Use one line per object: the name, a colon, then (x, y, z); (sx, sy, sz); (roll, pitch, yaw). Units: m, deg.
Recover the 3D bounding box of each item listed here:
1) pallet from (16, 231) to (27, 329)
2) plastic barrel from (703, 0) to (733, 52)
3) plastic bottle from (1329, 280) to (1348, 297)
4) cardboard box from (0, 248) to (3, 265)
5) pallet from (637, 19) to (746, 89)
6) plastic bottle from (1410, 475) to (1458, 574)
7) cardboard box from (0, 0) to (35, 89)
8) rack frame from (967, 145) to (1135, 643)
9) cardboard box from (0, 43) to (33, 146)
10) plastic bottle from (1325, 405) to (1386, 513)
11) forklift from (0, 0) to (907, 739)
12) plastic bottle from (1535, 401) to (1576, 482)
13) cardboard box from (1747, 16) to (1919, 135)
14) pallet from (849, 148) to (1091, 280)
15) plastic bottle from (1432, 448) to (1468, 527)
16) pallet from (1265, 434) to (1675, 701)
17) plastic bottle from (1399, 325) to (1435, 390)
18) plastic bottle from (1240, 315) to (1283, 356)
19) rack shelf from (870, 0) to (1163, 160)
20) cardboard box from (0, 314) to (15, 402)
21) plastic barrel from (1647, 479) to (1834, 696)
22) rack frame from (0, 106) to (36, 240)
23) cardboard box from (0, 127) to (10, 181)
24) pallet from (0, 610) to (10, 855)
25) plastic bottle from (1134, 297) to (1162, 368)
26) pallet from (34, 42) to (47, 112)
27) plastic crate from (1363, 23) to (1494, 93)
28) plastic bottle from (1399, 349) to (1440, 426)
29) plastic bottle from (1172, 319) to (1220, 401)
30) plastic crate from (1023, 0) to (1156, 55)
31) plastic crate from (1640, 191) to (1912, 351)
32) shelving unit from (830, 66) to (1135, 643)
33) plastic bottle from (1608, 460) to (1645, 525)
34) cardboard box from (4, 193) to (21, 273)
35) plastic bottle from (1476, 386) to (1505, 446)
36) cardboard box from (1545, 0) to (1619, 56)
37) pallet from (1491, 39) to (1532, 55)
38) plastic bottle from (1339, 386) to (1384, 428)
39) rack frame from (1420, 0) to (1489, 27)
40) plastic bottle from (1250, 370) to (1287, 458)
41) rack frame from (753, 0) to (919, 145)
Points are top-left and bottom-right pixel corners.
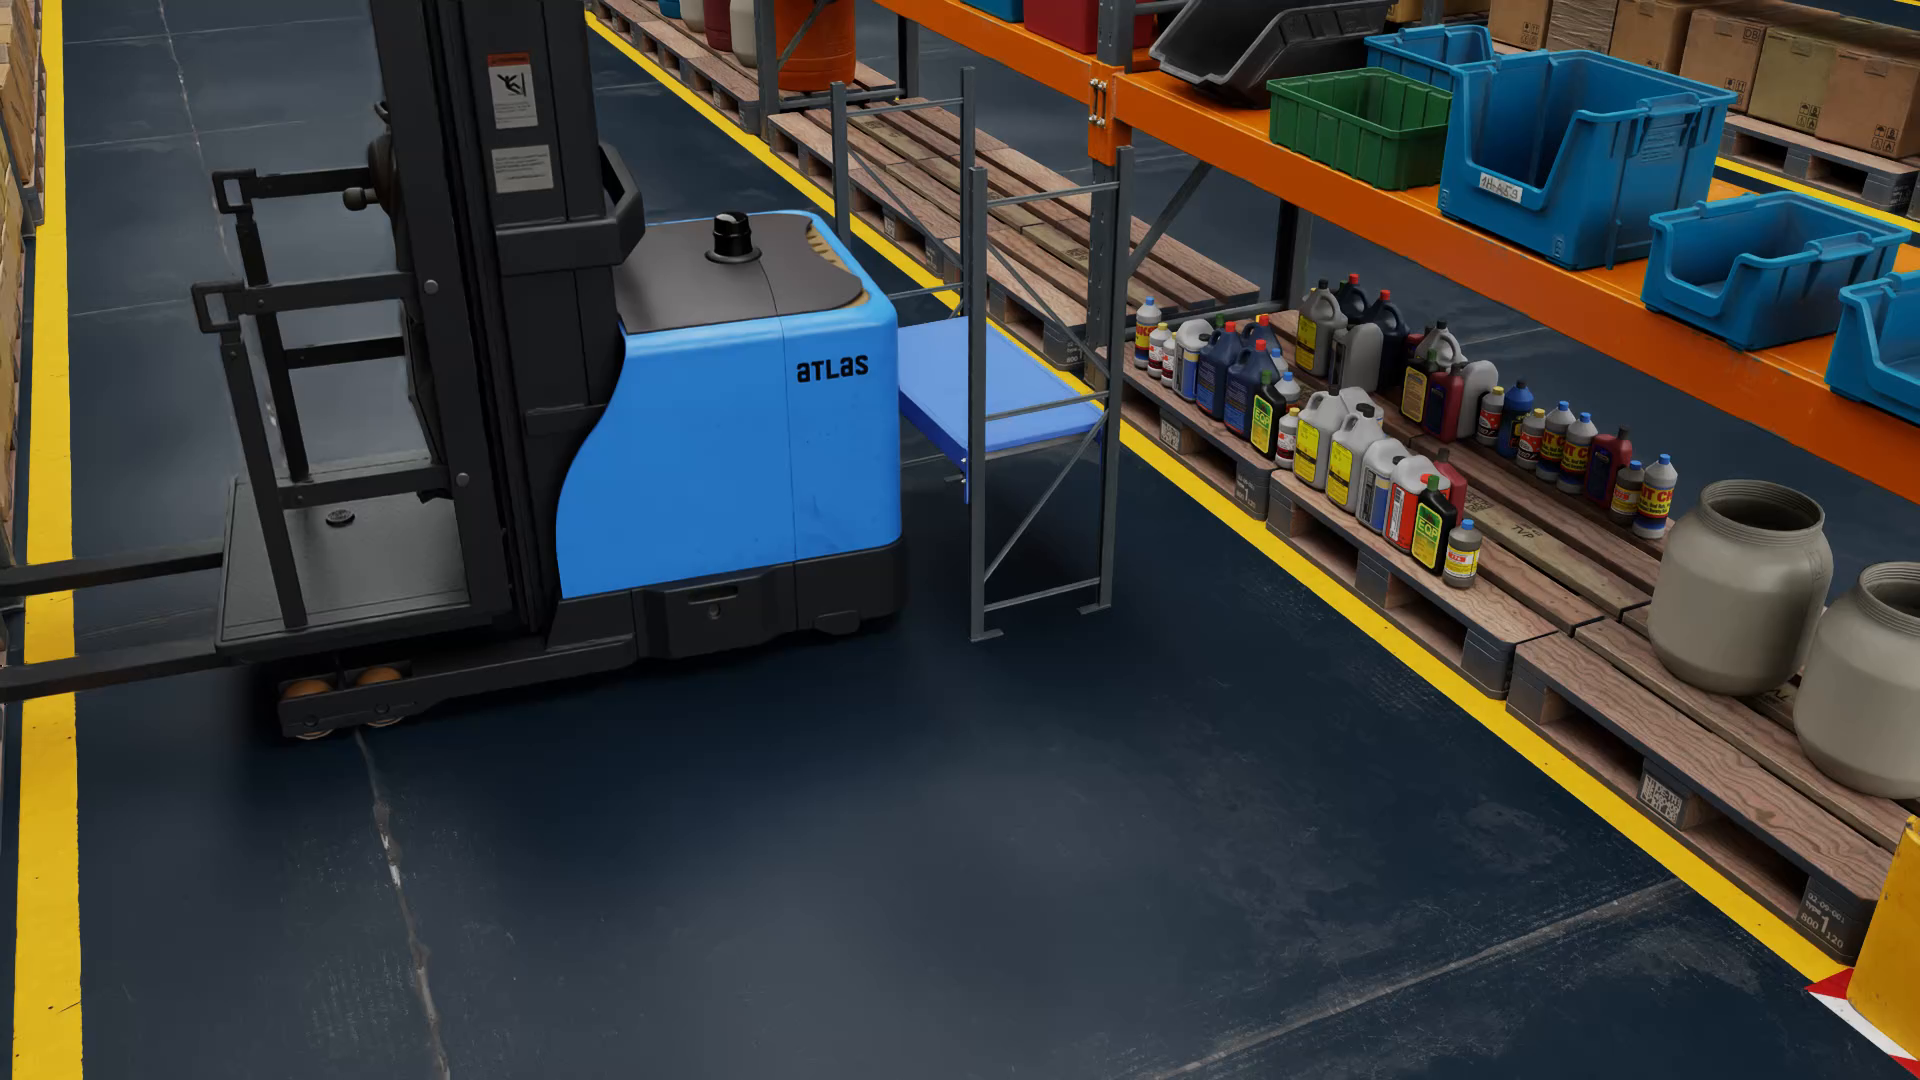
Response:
pallet: (-4.883, -1.184, 7.645); (1.003, 0.211, 1.213); (-13, 32, -22)
plastic barrel: (-1.436, -3.653, 11.234); (0.600, 0.588, 0.708); (-13, 32, -22)
plastic bottle: (1.495, -0.907, 6.629); (0.061, 0.283, 0.133); (-11, 31, -20)
cardboard box: (-4.098, -1.147, 6.537); (0.500, 0.311, 0.500); (-12, 32, -21)
pallet: (-1.622, -3.472, 11.725); (1.003, 0.211, 1.213); (-13, 32, -22)
plastic bottle: (1.457, -0.051, 5.101); (0.061, 0.283, 0.133); (-12, 32, -21)
cardboard box: (-6.028, -3.041, 10.212); (0.500, 0.500, 0.500); (-13, 32, -21)
rack frame: (0.255, -0.392, 4.915); (0.500, 1.500, 0.032); (-13, 32, -22)
cardboard box: (-5.369, -2.365, 9.006); (0.500, 0.500, 0.500); (-14, 32, -24)
plastic bottle: (1.306, -0.283, 5.446); (0.144, 0.351, 0.185); (-12, 31, -20)
forklift: (-1.742, -1.002, 4.540); (3.031, 2.935, 1.130); (-9, 31, -16)
plastic bottle: (2.021, -0.340, 5.630); (0.097, 0.271, 0.097); (0, 29, 0)
cardboard box: (5.032, -2.675, 9.560); (0.700, 0.500, 0.500); (-13, 32, -22)
pallet: (0.091, -1.706, 8.576); (1.003, 0.211, 1.213); (-13, 32, -22)
plastic bottle: (1.536, -0.142, 5.265); (0.061, 0.283, 0.133); (-13, 32, -22)
pallet: (1.769, 0.018, 5.502); (1.003, 0.211, 1.213); (-13, 32, -22)
plastic bottle: (1.718, -0.679, 6.221); (0.061, 0.283, 0.133); (-11, 31, -19)
plastic bottle: (1.093, -0.666, 6.130); (0.144, 0.351, 0.185); (-13, 32, -22)
rack shelf: (0.132, -2.613, 8.079); (1.077, 0.370, 4.000); (-13, 32, -22)
cardboard box: (-3.877, -0.673, 6.266); (0.500, 0.250, 0.500); (-14, 32, -23)
plastic barrel: (2.141, 0.129, 4.567); (0.421, 0.512, 0.421); (0, 29, 0)
rack frame: (-5.201, -2.772, 7.626); (1.000, 3.000, 0.127); (-13, 32, -22)
cardboard box: (-4.754, -1.821, 7.739); (0.500, 0.311, 0.500); (-12, 32, -21)
pallet: (-3.181, 0.571, 4.515); (1.003, 0.211, 1.213); (-13, 32, -22)
plastic bottle: (0.732, -0.812, 6.472); (0.097, 0.271, 0.097); (0, 29, 0)
pallet: (-6.535, -2.971, 10.833); (1.003, 0.211, 1.213); (-13, 32, -22)
plastic crate: (1.711, -1.547, 5.593); (0.499, 0.251, 0.616); (-13, 32, -22)
plastic bottle: (1.667, -0.566, 6.020); (0.061, 0.283, 0.133); (-13, 32, -22)
plastic bottle: (0.895, -0.677, 6.226); (0.152, 0.276, 0.135); (-12, 31, -20)
plastic crate: (0.507, -2.221, 6.578); (0.402, 0.464, 0.583); (-13, 32, -22)
plastic crate: (1.949, -0.658, 4.008); (0.499, 0.251, 0.408); (-13, 32, -22)
shelving unit: (0.037, -0.617, 5.316); (0.538, 1.500, 1.048); (-13, 32, -22)
plastic bottle: (2.167, -0.160, 5.380); (0.097, 0.201, 0.097); (0, 29, 0)
cardboard box: (-4.531, -1.348, 7.468); (0.500, 0.250, 0.500); (-13, 32, -23)
plastic bottle: (1.890, -0.444, 5.887); (0.097, 0.201, 0.097); (0, 29, 0)
cardboard box: (4.303, -3.418, 10.884); (0.700, 0.500, 0.500); (-16, 33, -26)
pallet: (4.081, -3.289, 11.399); (1.003, 0.211, 1.213); (-13, 32, -22)
plastic bottle: (1.349, -0.375, 5.686); (0.152, 0.276, 0.135); (-13, 32, -22)
rack frame: (3.747, -4.850, 11.333); (1.000, 3.000, 0.127); (-13, 32, -22)
plastic bottle: (1.077, -0.442, 5.798); (0.061, 0.283, 0.133); (-12, 31, -20)
rack frame: (-0.726, -3.810, 9.478); (1.000, 3.000, 0.127); (-13, 32, -22)
